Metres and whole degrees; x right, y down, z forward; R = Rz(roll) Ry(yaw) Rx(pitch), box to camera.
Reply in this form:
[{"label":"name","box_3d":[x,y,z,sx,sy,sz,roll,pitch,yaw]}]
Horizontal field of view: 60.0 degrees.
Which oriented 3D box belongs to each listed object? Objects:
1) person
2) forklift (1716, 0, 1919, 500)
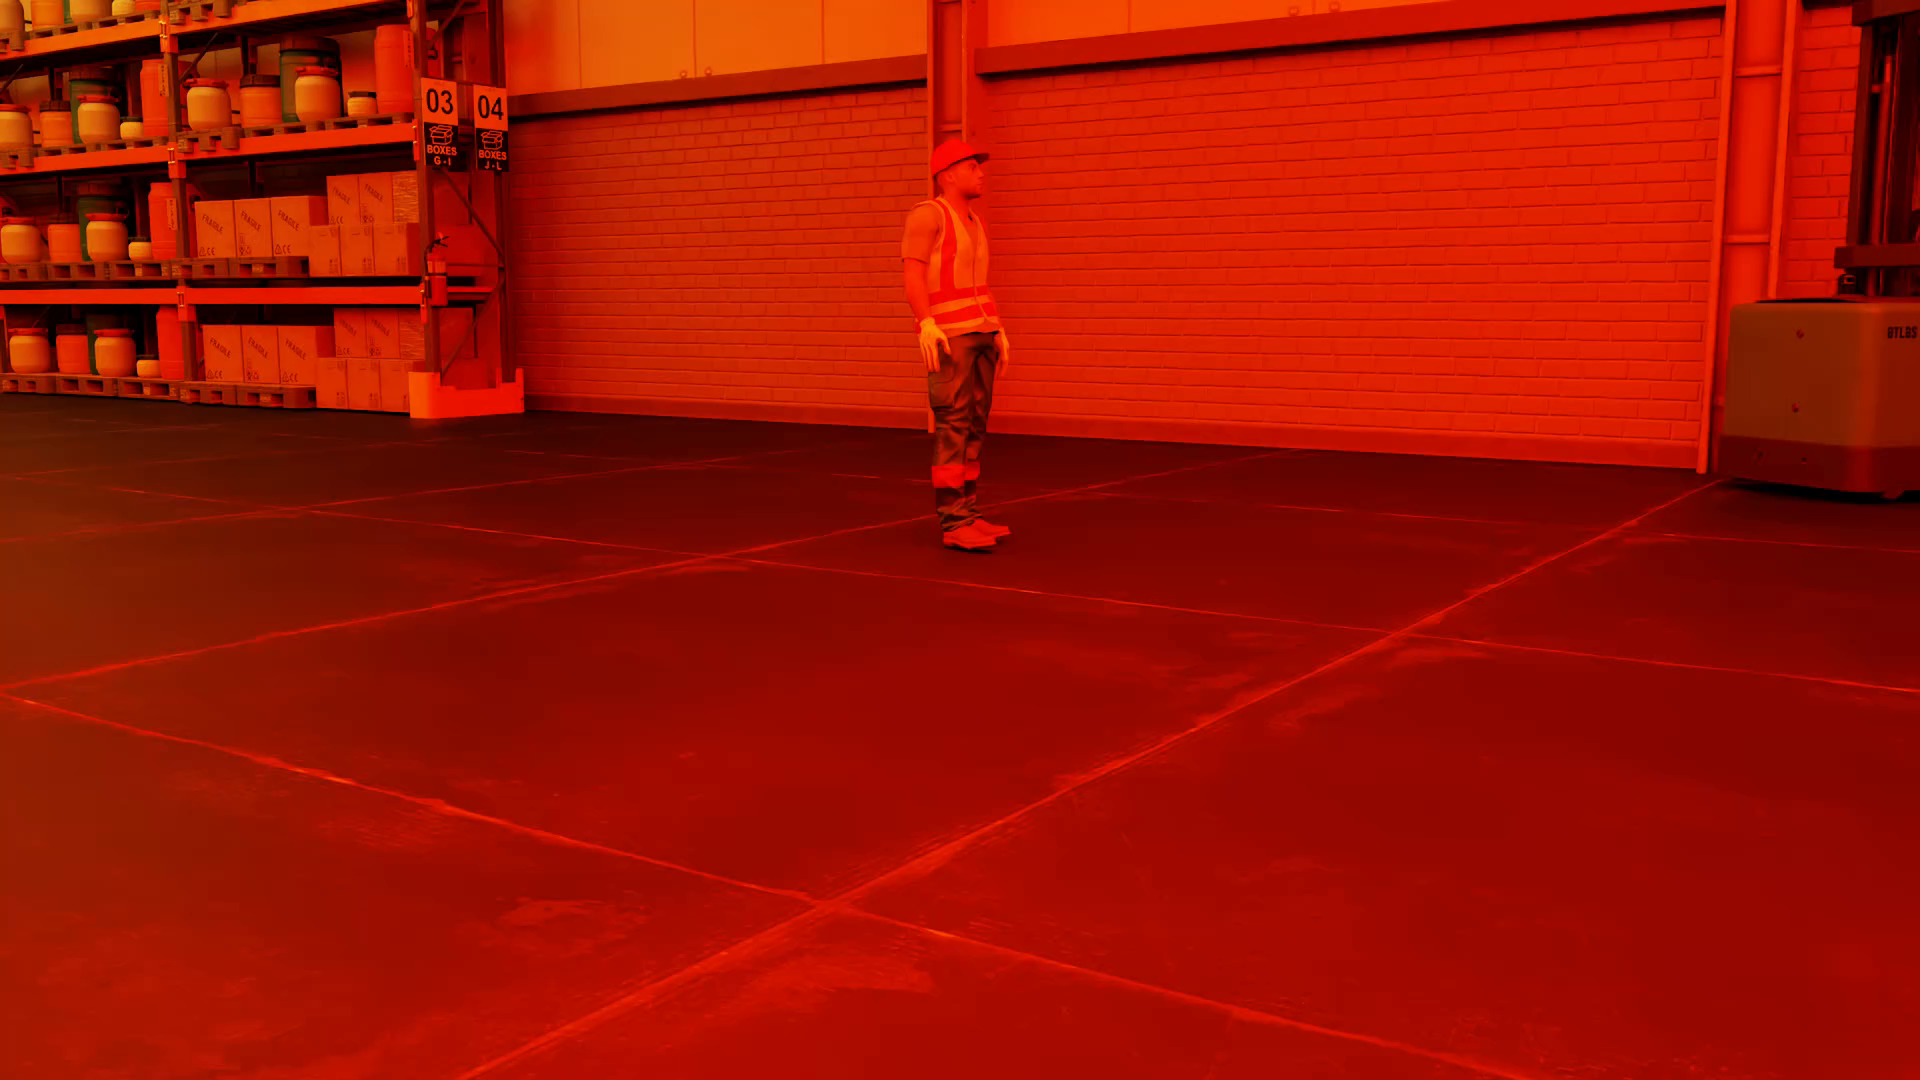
[{"label":"person","box_3d":[0.059,-0.885,7.422,0.564,1.787,0.637,5,10,34]},{"label":"forklift","box_3d":[6.015,-1.771,9.647,3.031,2.935,1.130,-3,9,-20]}]
